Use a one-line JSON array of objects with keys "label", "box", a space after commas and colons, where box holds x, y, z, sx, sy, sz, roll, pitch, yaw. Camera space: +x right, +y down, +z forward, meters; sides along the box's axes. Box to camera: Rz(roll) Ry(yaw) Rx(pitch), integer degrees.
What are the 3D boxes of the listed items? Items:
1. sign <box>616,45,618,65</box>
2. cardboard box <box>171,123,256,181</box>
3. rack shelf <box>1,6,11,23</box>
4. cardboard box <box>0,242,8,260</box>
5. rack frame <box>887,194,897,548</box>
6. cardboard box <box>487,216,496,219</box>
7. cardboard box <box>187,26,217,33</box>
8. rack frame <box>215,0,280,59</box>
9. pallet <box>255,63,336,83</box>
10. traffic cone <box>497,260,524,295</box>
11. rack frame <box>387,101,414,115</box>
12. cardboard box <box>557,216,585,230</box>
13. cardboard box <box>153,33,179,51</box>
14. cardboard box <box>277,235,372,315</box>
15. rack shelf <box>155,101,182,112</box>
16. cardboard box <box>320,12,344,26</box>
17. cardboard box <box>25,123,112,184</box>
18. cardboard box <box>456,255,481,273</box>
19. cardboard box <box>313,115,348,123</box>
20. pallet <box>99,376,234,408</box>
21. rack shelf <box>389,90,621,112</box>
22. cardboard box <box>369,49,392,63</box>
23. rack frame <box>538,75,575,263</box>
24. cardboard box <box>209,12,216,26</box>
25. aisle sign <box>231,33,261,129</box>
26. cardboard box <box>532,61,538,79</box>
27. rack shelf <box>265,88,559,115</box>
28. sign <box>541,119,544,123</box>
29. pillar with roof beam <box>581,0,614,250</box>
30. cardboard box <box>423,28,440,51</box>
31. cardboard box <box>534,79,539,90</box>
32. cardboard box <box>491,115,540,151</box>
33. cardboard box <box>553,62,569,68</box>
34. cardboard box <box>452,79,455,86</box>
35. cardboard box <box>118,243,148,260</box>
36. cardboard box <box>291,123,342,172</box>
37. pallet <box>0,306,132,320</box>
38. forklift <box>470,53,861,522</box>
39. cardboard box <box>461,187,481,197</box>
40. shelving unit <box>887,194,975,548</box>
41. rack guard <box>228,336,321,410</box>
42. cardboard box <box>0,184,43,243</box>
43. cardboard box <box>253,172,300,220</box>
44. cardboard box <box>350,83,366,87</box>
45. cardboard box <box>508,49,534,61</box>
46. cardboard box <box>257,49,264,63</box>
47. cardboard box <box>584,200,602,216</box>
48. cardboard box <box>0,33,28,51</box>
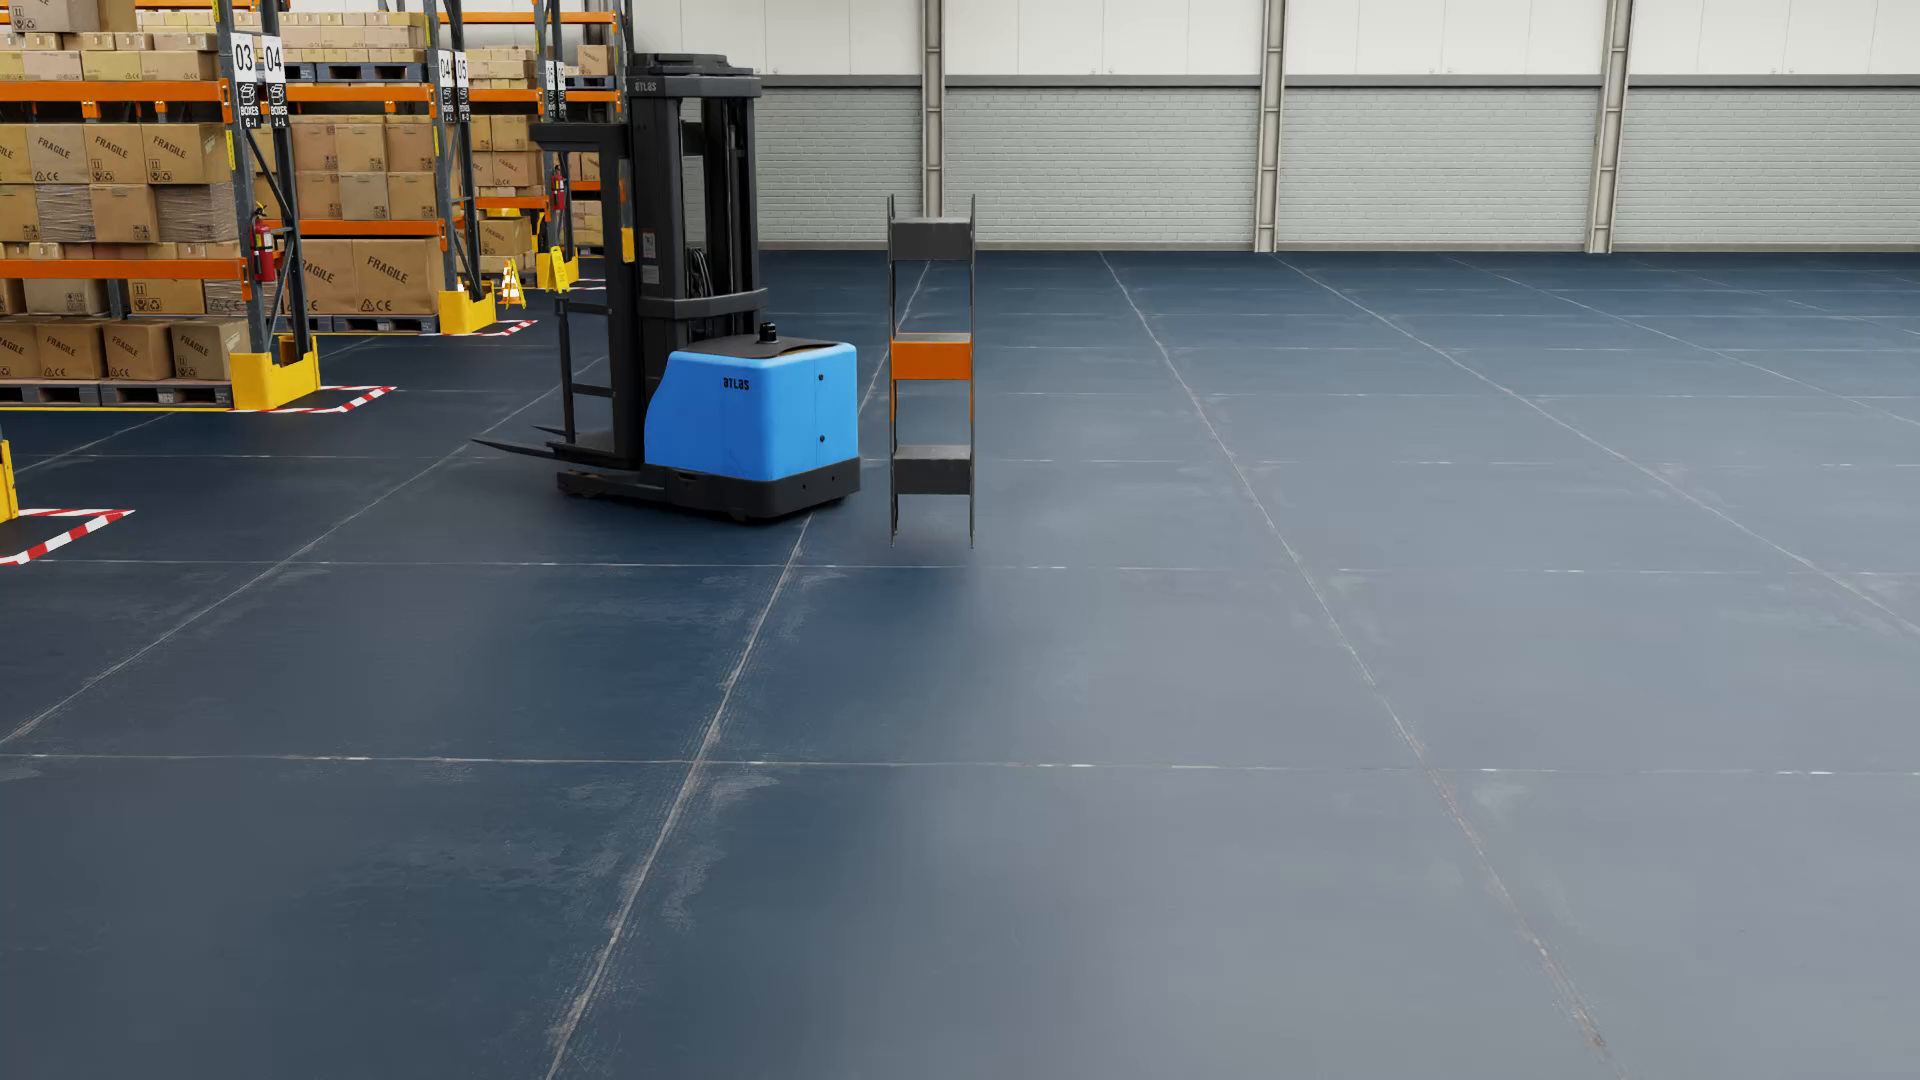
[{"label": "sign", "box": [-5.821, -8.241, 28.236, 0.005, 0.325, 0.100, 0, 15, 1]}, {"label": "cardboard box", "box": [-6.712, -3.495, 14.968, 0.500, 0.500, 0.500, 0, 15, 1]}, {"label": "rack shelf", "box": [-15.913, -7.698, 24.072, 4.000, 0.370, 1.077, 0, 15, 1]}, {"label": "cardboard box", "box": [-8.461, -2.566, 14.680, 0.250, 0.149, 0.380, 0, 15, 1]}, {"label": "rack frame", "box": [-0.409, -1.018, 10.082, 0.015, 2.100, 0.400, 0, 15, 1]}, {"label": "cardboard box", "box": [-7.262, -4.588, 24.946, 0.500, 0.500, 0.500, 0, 15, -1]}, {"label": "cardboard box", "box": [-8.450, -5.729, 18.986, 0.500, 0.250, 0.500, 0, 15, 1]}, {"label": "rack frame", "box": [-6.169, -5.647, 14.104, 0.127, 3.000, 1.000, 0, 15, 1]}, {"label": "pallet", "box": [-7.906, -5.427, 19.325, 1.213, 0.211, 1.003, 0, 15, 1]}, {"label": "traffic cone", "box": [-6.379, -3.721, 23.535, 0.334, 0.463, 0.336, 0, 15, 1]}, {"label": "rack frame", "box": [-9.792, -6.565, 29.345, 0.127, 3.000, 1.000, 0, 15, 1]}, {"label": "cardboard box", "box": [-6.789, -5.584, 29.212, 0.500, 0.250, 0.500, 0, 15, 1]}, {"label": "cardboard box", "box": [-6.712, -4.271, 14.280, 0.250, 0.149, 0.380, 0, 15, 0]}, {"label": "cardboard box", "box": [-7.501, -3.179, 19.851, 0.875, 0.875, 0.875, 0, 15, 1]}, {"label": "rack shelf", "box": [-15.790, -7.707, 29.202, 4.000, 0.370, 1.077, 0, 15, 1]}, {"label": "cardboard box", "box": [-7.052, -5.897, 18.841, 0.250, 0.149, 0.380, 1, 15, 2]}, {"label": "cardboard box", "box": [-7.725, -3.368, 14.487, 0.500, 0.500, 0.500, 0, 15, 1]}, {"label": "cardboard box", "box": [-7.249, -4.089, 24.526, 0.500, 0.250, 0.500, 0, 15, 2]}, {"label": "cardboard box", "box": [-8.970, -5.908, 24.114, 0.500, 0.500, 0.700, 0, 15, 2]}, {"label": "pallet", "box": [-7.056, -1.413, 15.281, 1.213, 0.211, 1.003, 0, 15, 1]}, {"label": "rack shelf", "box": [-7.792, -7.655, 29.005, 4.000, 0.370, 1.077, 0, 15, 1]}, {"label": "cardboard box", "box": [-6.534, -5.508, 18.932, 0.250, 0.149, 0.380, 0, 15, 2]}, {"label": "rack frame", "box": [-5.916, -5.273, 24.448, 0.127, 3.000, 1.000, 0, 15, 1]}, {"label": "cardboard box", "box": [-8.313, -5.905, 18.873, 0.250, 0.149, 0.380, 0, 15, 1]}, {"label": "aisle sign", "box": [-6.115, -3.926, 14.246, 0.004, 0.787, 0.394, 0, 15, 1]}, {"label": "cardboard box", "box": [-6.412, -6.866, 24.317, 0.500, 0.250, 0.500, 0, 15, 0]}, {"label": "rack shelf", "box": [-7.915, -6.389, 24.207, 4.000, 0.370, 1.077, 0, 15, 1]}, {"label": "sign", "box": [-5.950, -5.845, 23.724, 0.005, 0.325, 0.100, 0, 15, 1]}, {"label": "pillar with roof beam", "box": [-6.576, -8.577, 25.208, 0.400, 9.000, 9.100, 0, 15, 1]}, {"label": "cardboard box", "box": [-6.417, -5.852, 19.453, 0.500, 0.250, 0.500, 0, 15, 1]}, {"label": "cardboard box", "box": [-6.239, -6.687, 24.419, 0.250, 0.149, 0.380, 0, 15, 1]}, {"label": "cardboard box", "box": [-6.432, -5.897, 24.071, 0.500, 0.500, 0.700, 0, 15, 0]}, {"label": "cardboard box", "box": [-6.883, -8.106, 28.547, 0.258, 0.266, 0.396, 0, 15, 2]}, {"label": "cardboard box", "box": [-7.296, -6.545, 23.881, 0.250, 0.149, 0.380, 0, 15, 1]}, {"label": "cardboard box", "box": [-7.210, -2.570, 14.693, 0.250, 0.149, 0.380, 0, 15, 1]}, {"label": "cardboard box", "box": [-7.420, -4.636, 19.620, 0.550, 0.550, 0.875, 0, 15, 1]}, {"label": "pallet", "box": [-10.713, -2.674, 20.062, 1.213, 0.211, 1.003, 0, 15, 1]}, {"label": "forklift", "box": [-2.184, -1.802, 11.426, 3.031, 2.935, 1.130, 10, 18, 33]}, {"label": "cardboard box", "box": [-7.065, -5.074, 24.186, 0.250, 0.149, 0.380, 1, 15, 2]}, {"label": "shelving unit", "box": [-0.165, -1.016, 10.076, 0.503, 2.100, 0.431, 0, 15, 1]}, {"label": "rack guard", "box": [-6.245, -1.538, 15.190, 0.348, 0.500, 1.175, 0, 15, 1]}, {"label": "cardboard box", "box": [-8.219, -2.942, 14.833, 0.500, 0.500, 0.875, 0, 15, 1]}, {"label": "cardboard box", "box": [-7.951, -4.100, 19.708, 0.500, 0.550, 0.875, 0, 15, 1]}, {"label": "cardboard box", "box": [-8.582, -6.558, 23.930, 0.250, 0.149, 0.380, 0, 15, 0]}, {"label": "cardboard box", "box": [-6.262, -6.915, 23.719, 0.250, 0.149, 0.380, 1, 15, 2]}, {"label": "cardboard box", "box": [-7.807, -5.517, 18.963, 0.250, 0.149, 0.380, 1, 15, 2]}, {"label": "cardboard box", "box": [-6.261, -5.820, 29.126, 0.500, 0.250, 0.500, 1, 15, 3]}, {"label": "cardboard box", "box": [-8.028, -4.263, 14.251, 0.250, 0.149, 0.380, 0, 15, -1]}]
